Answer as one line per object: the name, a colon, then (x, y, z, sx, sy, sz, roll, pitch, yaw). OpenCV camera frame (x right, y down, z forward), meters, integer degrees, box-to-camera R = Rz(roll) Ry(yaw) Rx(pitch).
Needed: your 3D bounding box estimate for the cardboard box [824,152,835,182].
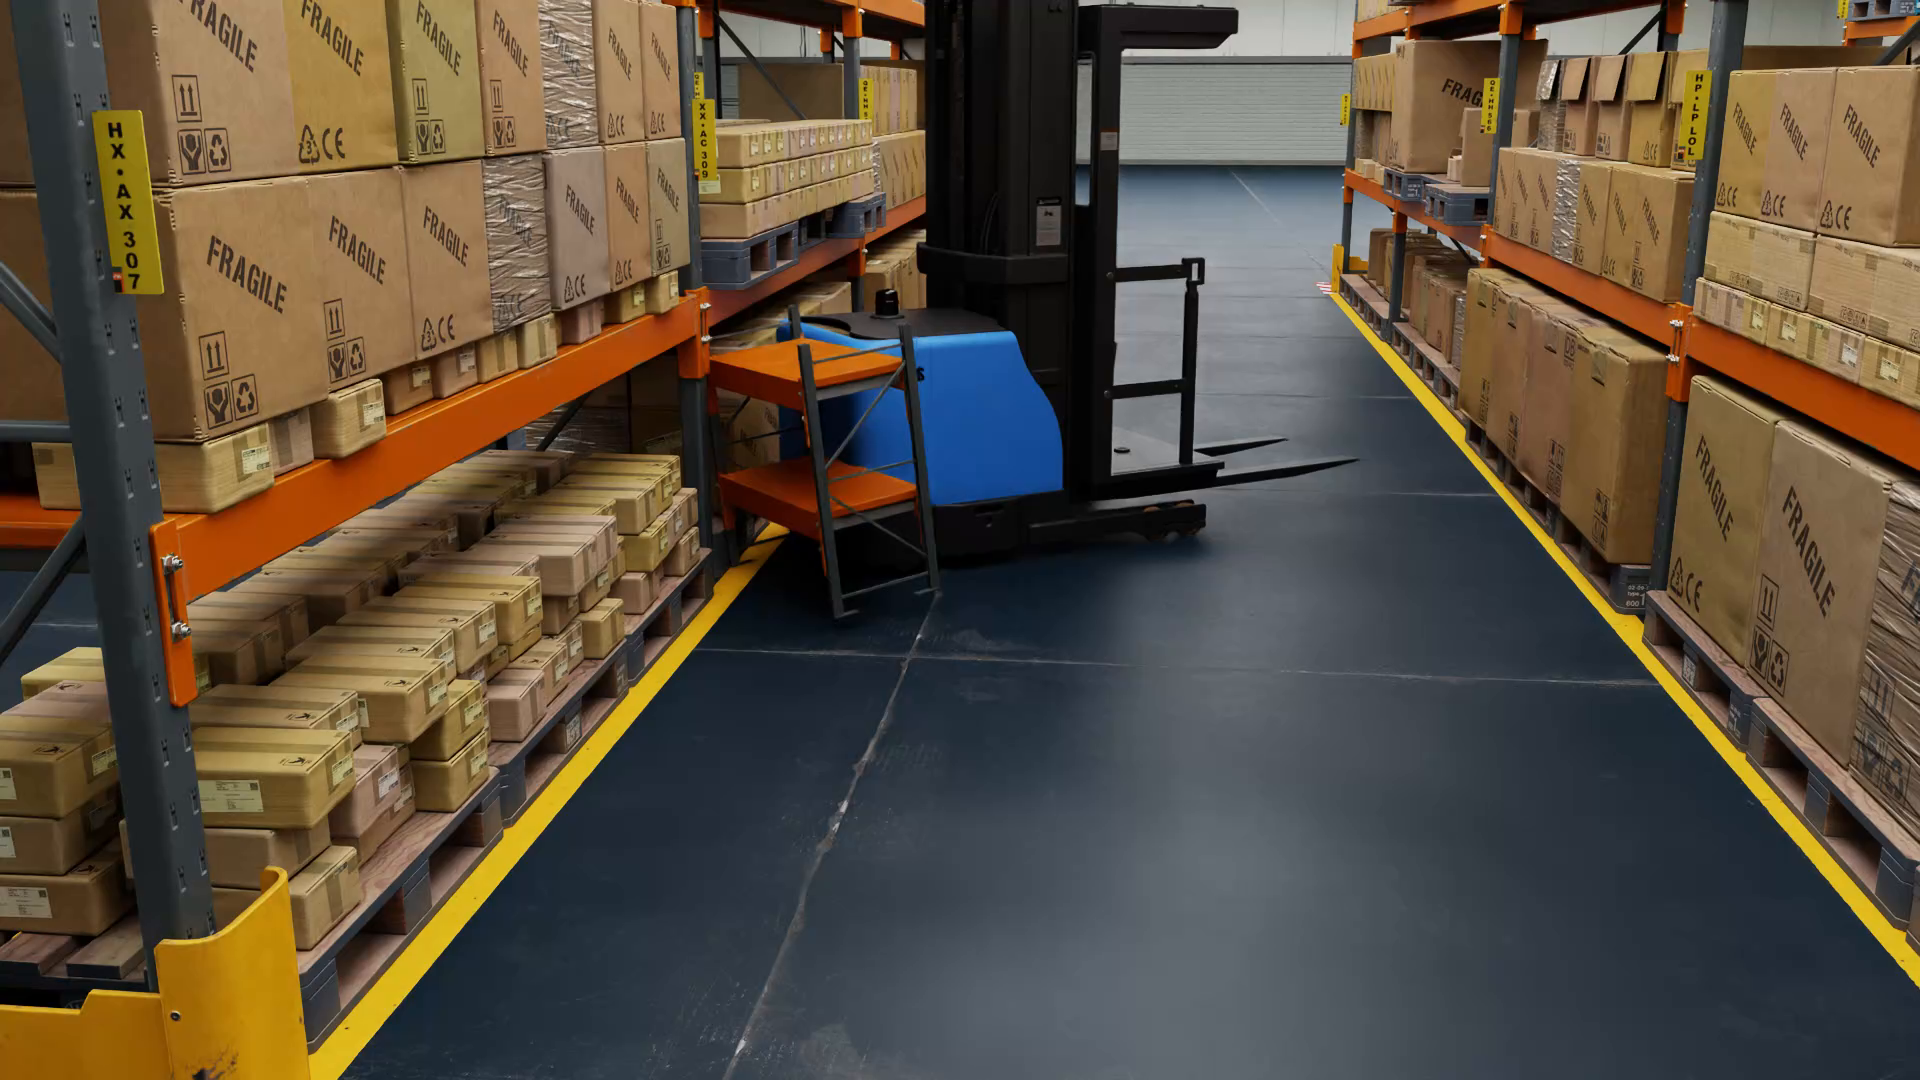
cardboard box: (-0.891, -2.030, 9.031, 0.380, 0.149, 0.250, 2, 15, 8)

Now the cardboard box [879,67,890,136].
cardboard box: (-0.915, -3.325, 12.607, 0.700, 0.500, 0.500, 2, 15, 6)

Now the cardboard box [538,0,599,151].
cardboard box: (-1.505, -1.522, 5.368, 0.500, 0.500, 0.500, 2, 15, 8)

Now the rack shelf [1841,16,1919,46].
rack shelf: (9.371, -4.620, 15.134, 1.077, 0.370, 4.000, 2, 15, 6)

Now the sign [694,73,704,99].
sign: (-1.696, -2.856, 10.759, 0.100, 0.325, 0.005, 2, 15, 6)

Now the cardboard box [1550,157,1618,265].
cardboard box: (3.279, -1.643, 8.300, 0.500, 0.500, 0.500, 2, 15, 6)

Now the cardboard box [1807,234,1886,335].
cardboard box: (2.894, -0.765, 4.964, 0.500, 0.250, 0.500, 2, 15, 8)

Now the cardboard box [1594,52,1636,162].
cardboard box: (3.529, -2.109, 8.103, 0.797, 0.503, 0.637, 2, 15, 8)

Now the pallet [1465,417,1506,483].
pallet: (3.609, -0.561, 9.832, 1.003, 0.211, 1.213, 2, 15, 6)

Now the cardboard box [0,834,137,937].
cardboard box: (-2.195, 0.824, 4.025, 0.380, 0.149, 0.250, 2, 15, 7)

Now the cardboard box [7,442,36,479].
cardboard box: (-2.225, -0.242, 3.790, 0.380, 0.149, 0.250, 2, 15, 6)

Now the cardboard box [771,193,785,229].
cardboard box: (-1.036, -1.551, 7.828, 0.380, 0.149, 0.250, 2, 15, 7)

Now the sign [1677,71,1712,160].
sign: (2.781, -1.606, 6.288, 0.100, 0.325, 0.005, 2, 15, 6)

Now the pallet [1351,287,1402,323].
pallet: (4.400, -2.293, 16.238, 1.003, 0.211, 1.213, 2, 15, 6)

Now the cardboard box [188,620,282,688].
cardboard box: (-2.158, 0.335, 4.693, 0.380, 0.149, 0.250, 1, 15, 4)

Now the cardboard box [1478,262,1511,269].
cardboard box: (3.868, -1.789, 11.542, 0.500, 0.250, 0.500, 3, 16, 13)

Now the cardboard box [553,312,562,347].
cardboard box: (-1.542, -0.702, 5.494, 0.380, 0.149, 0.250, 1, 15, 5)

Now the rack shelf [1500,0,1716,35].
rack shelf: (3.547, -2.691, 8.000, 1.077, 0.370, 4.000, 2, 15, 6)

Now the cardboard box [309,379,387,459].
cardboard box: (-1.613, -0.295, 3.988, 0.380, 0.149, 0.250, 1, 15, 5)

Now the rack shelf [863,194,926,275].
rack shelf: (-0.918, -2.453, 12.865, 1.077, 0.370, 4.000, 2, 15, 6)

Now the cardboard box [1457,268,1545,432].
cardboard box: (3.674, -1.108, 9.779, 1.225, 0.875, 0.875, 1, 15, 4)

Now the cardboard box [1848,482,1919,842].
cardboard box: (2.965, 0.384, 4.260, 0.875, 0.875, 0.875, 2, 15, 6)

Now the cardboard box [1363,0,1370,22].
cardboard box: (4.312, -5.308, 16.588, 0.500, 0.250, 0.500, 1, 15, 5)

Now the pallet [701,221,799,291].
pallet: (-1.365, -1.345, 7.759, 1.003, 0.211, 1.213, 2, 15, 6)

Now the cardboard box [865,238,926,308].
cardboard box: (-0.786, -2.022, 13.398, 1.050, 0.750, 0.750, 2, 15, 6)

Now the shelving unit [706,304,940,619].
shelving unit: (-0.626, -0.374, 7.140, 0.538, 1.125, 1.048, -15, 19, -29)

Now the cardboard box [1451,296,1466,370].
cardboard box: (3.878, -1.433, 11.663, 0.700, 0.500, 0.500, 0, 15, 2)

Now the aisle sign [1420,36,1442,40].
aisle sign: (4.981, -5.446, 17.576, 0.394, 0.787, 0.004, 2, 15, 6)

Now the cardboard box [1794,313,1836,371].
cardboard box: (2.842, -0.612, 5.162, 0.380, 0.149, 0.250, 1, 15, 5)

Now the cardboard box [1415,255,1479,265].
cardboard box: (4.309, -2.245, 14.703, 0.500, 0.500, 0.500, 1, 15, 5)

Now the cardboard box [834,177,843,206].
cardboard box: (-0.862, -1.956, 9.326, 0.380, 0.149, 0.250, 1, 15, 4)

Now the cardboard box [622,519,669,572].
cardboard box: (-1.346, 0.017, 6.438, 0.380, 0.149, 0.250, 1, 15, 4)

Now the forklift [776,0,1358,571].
forklift: (0.644, -1.525, 8.188, 3.031, 2.935, 1.130, -8, 17, -27)

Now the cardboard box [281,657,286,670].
cardboard box: (-2.168, 0.408, 4.992, 0.380, 0.149, 0.250, 2, 15, 7)

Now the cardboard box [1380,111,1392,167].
cardboard box: (4.384, -3.715, 15.392, 0.875, 0.500, 0.500, 2, 15, 6)

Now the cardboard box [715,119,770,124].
cardboard box: (-1.389, -2.535, 10.327, 0.380, 0.149, 0.250, 2, 15, 6)

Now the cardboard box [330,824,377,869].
cardboard box: (-1.721, 0.770, 4.225, 0.380, 0.149, 0.250, 2, 15, 6)

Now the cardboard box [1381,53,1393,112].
cardboard box: (4.057, -4.076, 14.811, 0.500, 0.500, 0.500, 2, 15, 6)

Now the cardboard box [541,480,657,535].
cardboard box: (-1.387, -0.126, 6.397, 0.380, 0.149, 0.250, 2, 15, 6)

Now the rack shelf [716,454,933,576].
rack shelf: (-0.602, -0.140, 7.210, 0.538, 0.278, 1.000, -15, 19, -29)

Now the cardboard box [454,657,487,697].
cardboard box: (-1.634, 0.425, 4.933, 0.380, 0.149, 0.250, 1, 15, 4)

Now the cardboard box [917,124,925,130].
cardboard box: (-0.663, -3.487, 15.025, 0.875, 0.550, 0.550, 2, 15, 6)

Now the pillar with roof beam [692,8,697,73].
pillar with roof beam: (-3.415, -15.017, 46.459, 9.100, 9.000, 0.400, 2, 15, 6)

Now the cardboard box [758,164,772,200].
cardboard box: (-1.067, -1.625, 7.532, 0.380, 0.149, 0.250, 1, 15, 5)

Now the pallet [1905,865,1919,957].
pallet: (2.883, 1.102, 3.682, 1.003, 0.211, 1.213, 2, 15, 6)

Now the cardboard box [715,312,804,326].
cardboard box: (-1.130, -1.056, 8.870, 0.500, 0.250, 0.500, 2, 15, 8)

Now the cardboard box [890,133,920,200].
cardboard box: (-0.600, -2.962, 13.177, 0.500, 0.500, 0.500, 2, 15, 7)

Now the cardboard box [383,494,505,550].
cardboard box: (-1.917, -0.069, 6.190, 0.380, 0.149, 0.250, 1, 15, 5)

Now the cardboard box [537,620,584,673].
cardboard box: (-1.514, 0.375, 5.685, 0.380, 0.149, 0.250, 2, 15, 7)

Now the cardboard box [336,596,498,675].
cardboard box: (-1.596, 0.279, 4.902, 0.380, 0.149, 0.250, 2, 15, 8)

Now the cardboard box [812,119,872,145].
cardboard box: (-0.744, -2.509, 10.233, 0.380, 0.149, 0.250, 1, 15, 4)

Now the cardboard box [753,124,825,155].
cardboard box: (-0.922, -2.107, 8.744, 0.380, 0.149, 0.250, 2, 15, 8)

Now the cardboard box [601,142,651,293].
cardboard box: (-1.429, -1.167, 5.972, 0.500, 0.500, 0.500, 1, 15, 5)

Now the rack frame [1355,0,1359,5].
rack frame: (4.676, -7.080, 17.106, 1.000, 3.000, 0.127, 2, 15, 6)

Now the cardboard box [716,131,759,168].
cardboard box: (-1.094, -1.701, 7.244, 0.380, 0.149, 0.250, 2, 15, 9)
